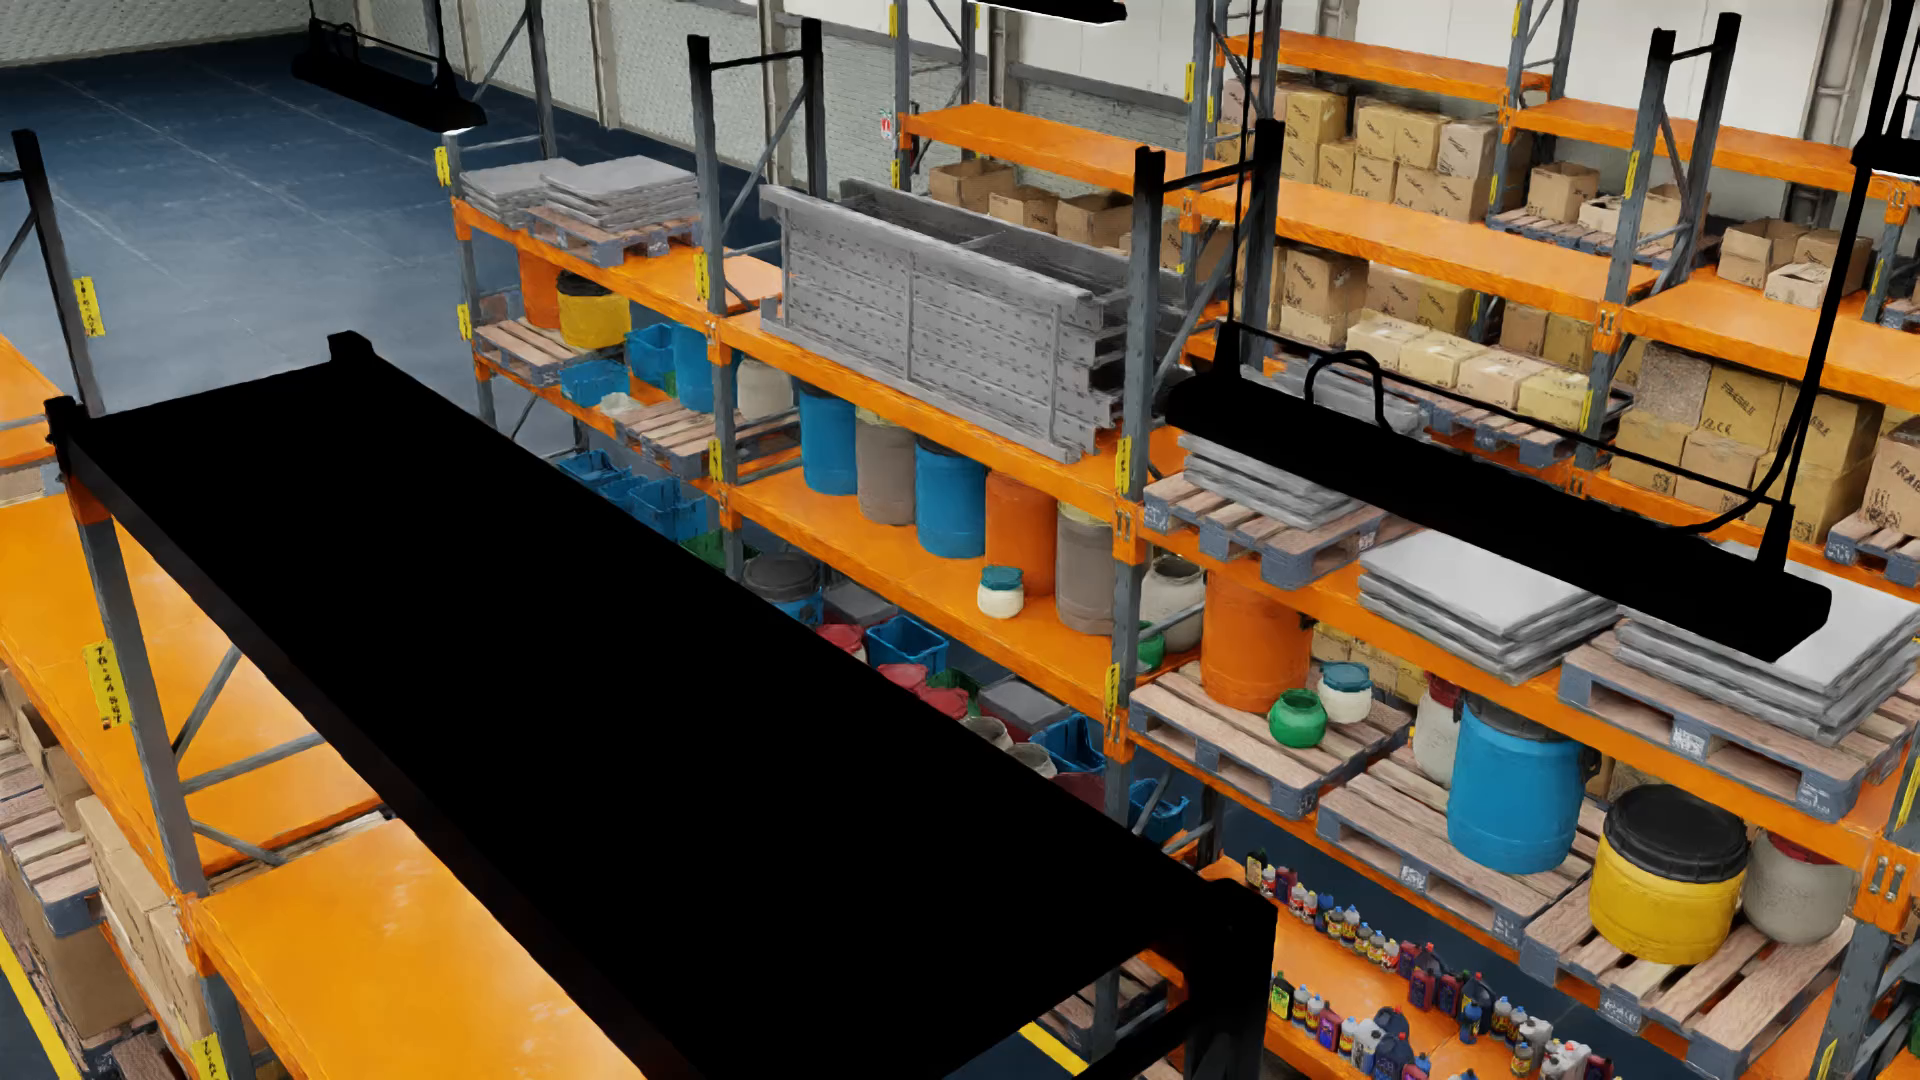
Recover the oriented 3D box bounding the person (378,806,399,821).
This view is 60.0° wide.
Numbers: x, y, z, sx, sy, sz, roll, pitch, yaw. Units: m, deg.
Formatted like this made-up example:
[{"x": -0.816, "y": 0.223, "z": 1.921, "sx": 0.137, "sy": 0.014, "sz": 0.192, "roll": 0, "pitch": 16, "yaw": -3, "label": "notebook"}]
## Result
[{"x": -4.477, "y": 1.529, "z": 12.635, "sx": 0.582, "sy": 1.730, "sz": 0.448, "roll": 9, "pitch": 28, "yaw": 17, "label": "person"}]
